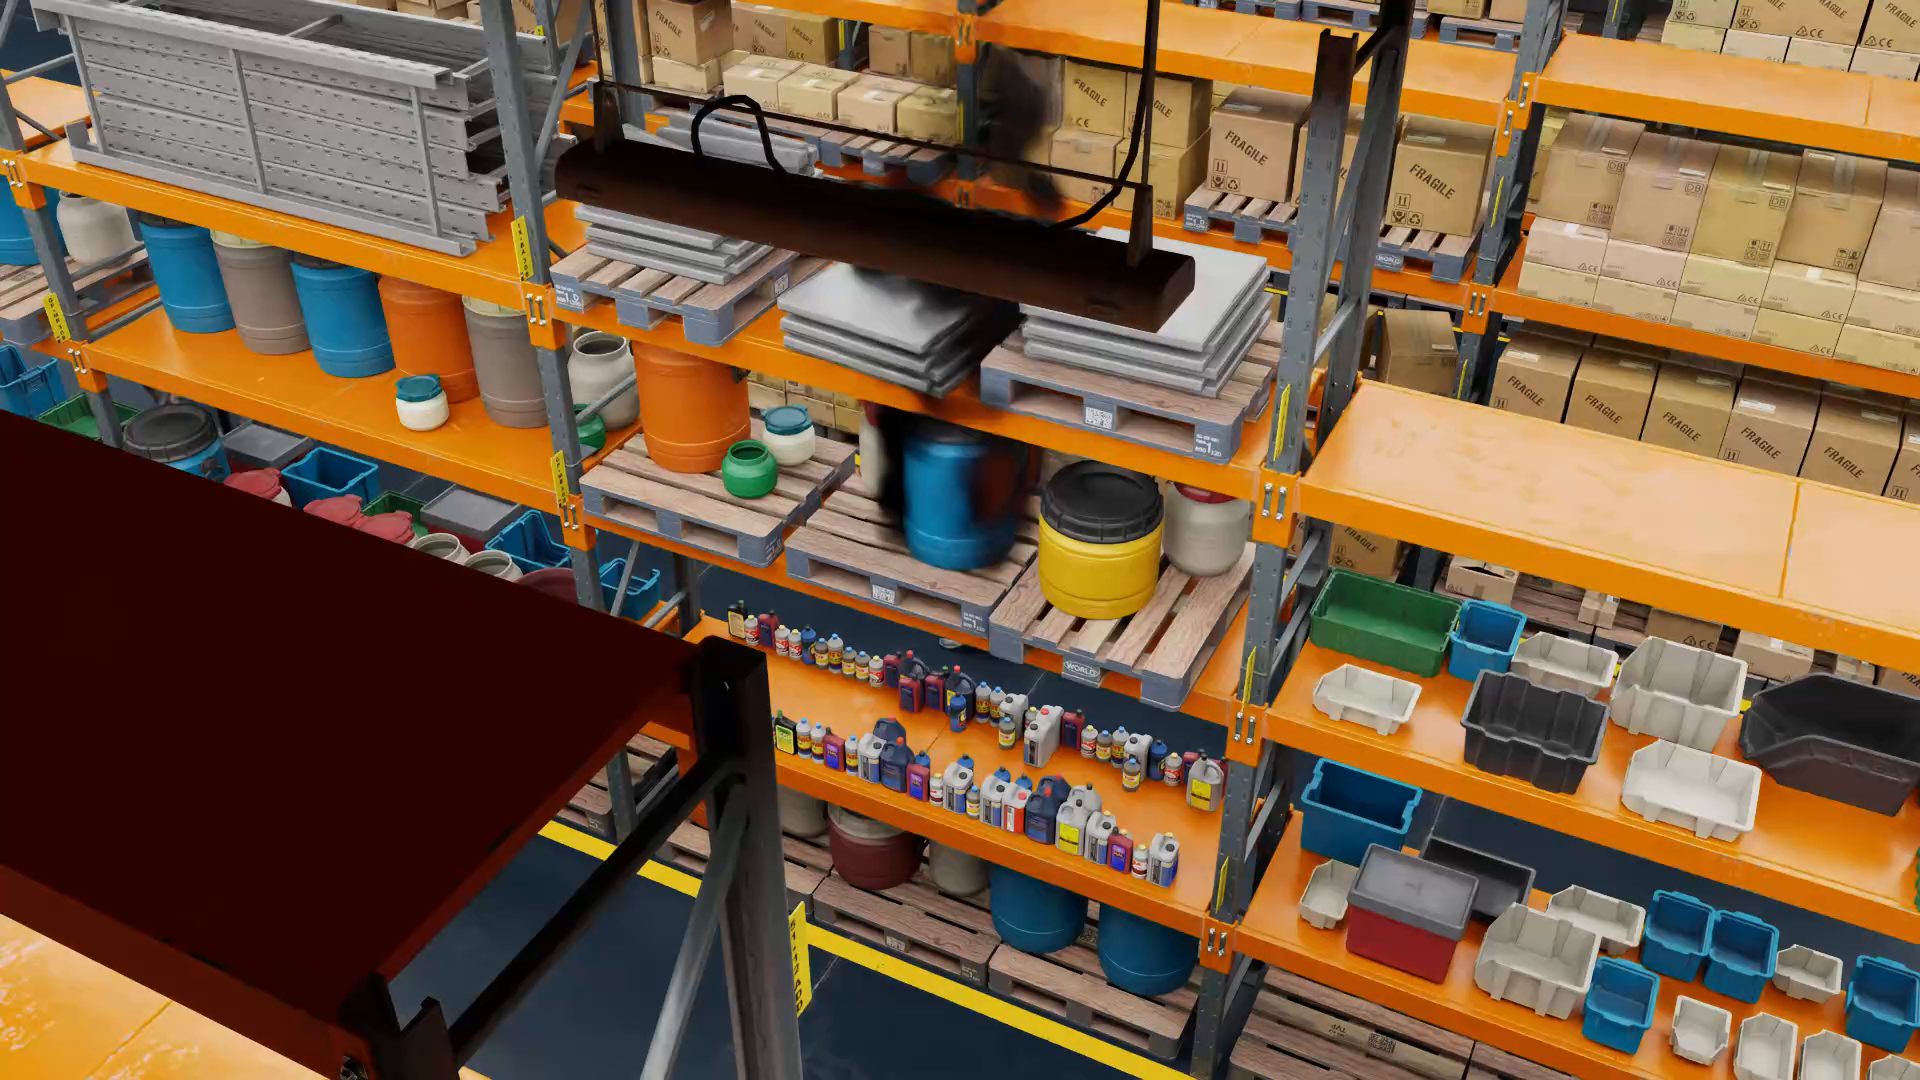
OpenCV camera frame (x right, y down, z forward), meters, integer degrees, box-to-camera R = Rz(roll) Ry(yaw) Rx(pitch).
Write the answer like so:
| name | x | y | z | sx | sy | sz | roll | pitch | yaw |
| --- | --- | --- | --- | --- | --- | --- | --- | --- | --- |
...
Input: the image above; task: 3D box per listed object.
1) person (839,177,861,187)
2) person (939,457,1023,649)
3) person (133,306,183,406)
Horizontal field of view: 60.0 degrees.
| name | x | y | z | sx | sy | sz | roll | pitch | yaw |
| --- | --- | --- | --- | --- | --- | --- | --- | --- | --- |
| person | -1.131 | -2.890 | 16.517 | 0.607 | 1.688 | 0.651 | 13 | 37 | 18 |
| person | 0.328 | 0.050 | 12.230 | 0.946 | 1.804 | 0.659 | 8 | 36 | 11 |
| person | -6.760 | -1.285 | 14.241 | 0.775 | 1.755 | 0.597 | 17 | 38 | 23 |
